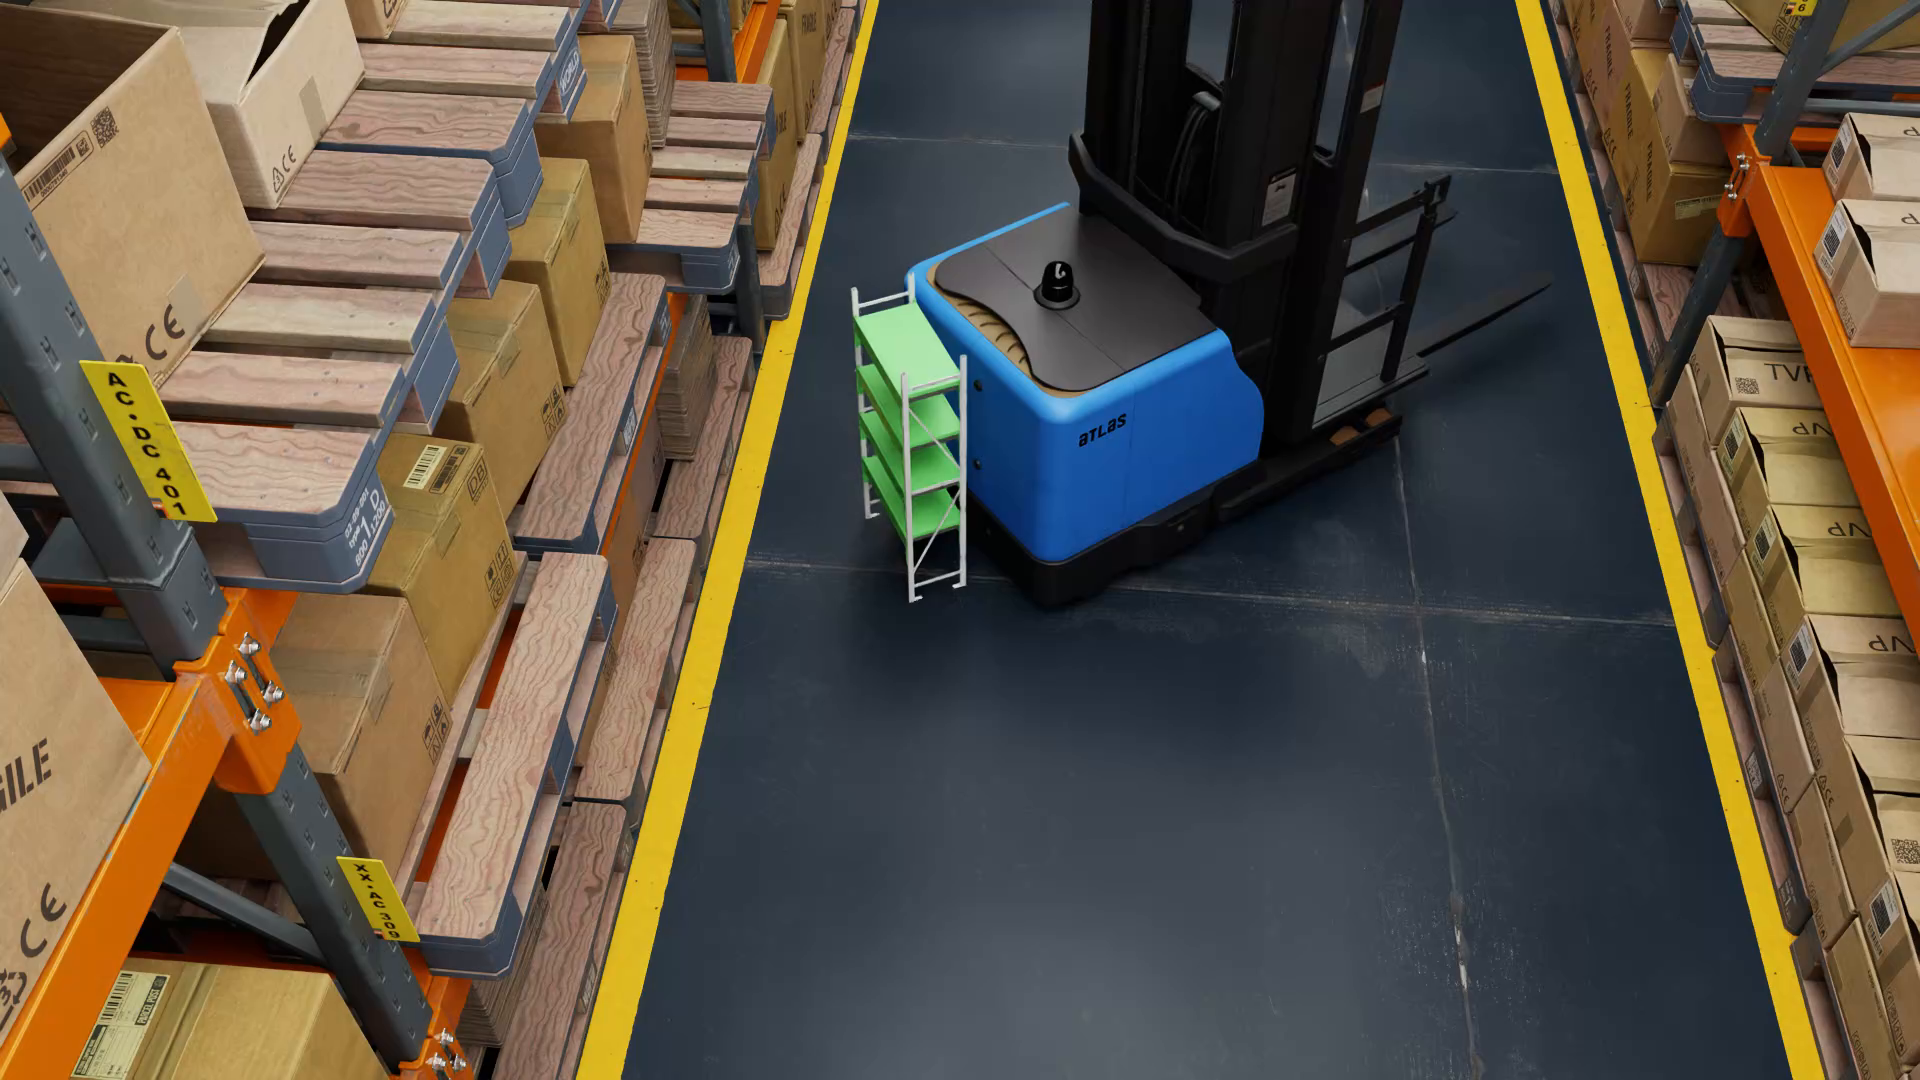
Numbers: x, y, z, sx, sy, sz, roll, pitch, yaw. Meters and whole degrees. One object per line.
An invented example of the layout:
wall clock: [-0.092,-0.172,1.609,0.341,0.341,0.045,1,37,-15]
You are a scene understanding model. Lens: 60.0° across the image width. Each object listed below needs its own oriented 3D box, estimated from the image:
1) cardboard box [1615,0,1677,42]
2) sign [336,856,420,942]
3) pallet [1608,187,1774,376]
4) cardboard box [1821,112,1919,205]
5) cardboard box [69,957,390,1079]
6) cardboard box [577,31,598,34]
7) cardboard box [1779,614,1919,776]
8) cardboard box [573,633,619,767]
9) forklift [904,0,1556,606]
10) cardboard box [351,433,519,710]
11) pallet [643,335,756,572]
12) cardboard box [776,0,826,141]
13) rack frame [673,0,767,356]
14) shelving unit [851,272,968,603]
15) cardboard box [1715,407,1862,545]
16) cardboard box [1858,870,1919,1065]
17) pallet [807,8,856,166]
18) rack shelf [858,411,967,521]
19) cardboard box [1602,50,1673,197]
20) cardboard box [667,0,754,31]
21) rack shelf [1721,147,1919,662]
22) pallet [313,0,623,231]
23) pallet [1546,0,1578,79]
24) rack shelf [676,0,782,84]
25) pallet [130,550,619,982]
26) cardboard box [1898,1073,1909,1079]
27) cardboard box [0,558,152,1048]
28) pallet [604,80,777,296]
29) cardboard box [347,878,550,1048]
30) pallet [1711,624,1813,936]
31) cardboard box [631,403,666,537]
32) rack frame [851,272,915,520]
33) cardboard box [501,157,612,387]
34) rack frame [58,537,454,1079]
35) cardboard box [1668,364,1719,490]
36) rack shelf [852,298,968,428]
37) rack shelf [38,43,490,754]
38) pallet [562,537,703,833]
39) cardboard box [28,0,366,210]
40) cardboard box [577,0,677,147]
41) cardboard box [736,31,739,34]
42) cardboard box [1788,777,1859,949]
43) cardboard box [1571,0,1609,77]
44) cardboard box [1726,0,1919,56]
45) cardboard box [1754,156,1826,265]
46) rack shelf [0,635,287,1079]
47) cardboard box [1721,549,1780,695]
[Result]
cardboard box: [3.485,-2.650,8.055,0.500,0.250,0.500,3,48,3]
sign: [-1.214,0.752,3.468,0.100,0.325,0.005,4,48,4]
pallet: [3.649,-1.200,7.731,1.003,0.211,1.213,4,48,4]
cardboard box: [3.467,-1.301,5.993,0.500,0.311,0.500,7,48,6]
cardboard box: [-1.490,1.173,3.251,0.500,0.500,0.500,4,48,3]
cardboard box: [-1.406,-1.834,5.615,0.380,0.149,0.250,-3,48,-3]
cardboard box: [3.069,0.506,5.479,0.500,0.311,0.500,3,48,3]
cardboard box: [-1.620,0.412,5.763,0.700,0.500,0.500,4,48,4]
forklift: [1.277,-1.605,6.258,3.031,2.935,1.130,-27,53,-22]
cardboard box: [-1.616,0.050,4.332,0.700,0.500,0.500,8,48,8]
pallet: [-1.463,-0.410,7.008,1.003,0.211,1.213,4,48,4]
cardboard box: [-1.106,-2.517,8.217,0.750,0.750,0.750,4,48,3]
rack frame: [-1.390,-1.926,6.504,1.000,3.000,0.127,4,48,4]
shelving unit: [-0.185,-0.362,6.294,0.258,1.200,0.503,-17,50,-15]
cardboard box: [3.164,-0.247,6.167,0.500,0.311,0.500,3,48,3]
cardboard box: [2.971,1.241,4.806,0.500,0.311,0.500,5,48,5]
pallet: [-1.129,-2.453,8.876,1.003,0.211,1.213,4,48,4]
rack shelf: [-0.185,-0.319,6.341,0.258,0.148,0.480,-17,50,-15]
cardboard box: [3.442,-1.983,7.953,0.500,0.500,0.500,2,48,2]
cardboard box: [-1.091,-2.406,6.661,0.500,0.500,0.500,5,48,5]
rack shelf: [3.361,0.117,5.124,1.077,0.370,4.000,4,48,4]
pallet: [-1.501,-1.144,3.884,1.213,0.211,1.003,4,48,4]
pallet: [3.871,-2.993,9.371,1.003,0.211,1.213,4,48,4]
rack shelf: [-1.208,-3.153,8.114,1.077,0.370,4.000,4,48,4]
pallet: [-1.540,0.527,4.392,1.003,0.211,1.213,4,48,4]
cardboard box: [2.928,1.806,4.670,0.500,0.250,0.500,3,48,3]
cardboard box: [-1.555,0.350,2.309,0.500,0.500,0.500,5,48,5]
pallet: [-1.349,-1.330,6.090,1.213,0.211,1.003,4,48,4]
cardboard box: [-1.704,1.167,5.072,0.700,0.500,0.500,5,48,5]
pallet: [3.316,0.842,5.863,1.003,0.211,1.213,4,48,4]
cardboard box: [-1.567,-0.327,6.438,0.700,0.500,0.500,4,48,3]
rack frame: [-0.279,-0.528,6.446,0.240,1.200,0.015,-17,50,-15]
cardboard box: [-1.514,-0.845,5.150,0.700,0.500,0.500,4,48,4]
rack frame: [-1.755,1.014,3.816,1.000,3.000,0.127,4,48,4]
cardboard box: [3.203,-0.444,6.728,0.500,0.250,0.500,4,48,3]
rack shelf: [-0.185,-0.643,5.987,0.258,0.148,0.480,-17,50,-15]
rack shelf: [-1.572,-1.226,4.319,1.077,0.370,4.000,4,48,4]
pallet: [-1.577,0.484,6.191,1.003,0.211,1.213,4,48,4]
cardboard box: [-1.569,-0.959,3.364,0.500,0.311,0.500,5,48,5]
cardboard box: [-1.423,-1.762,5.989,0.700,0.500,0.500,-1,48,-1]
cardboard box: [-1.098,-2.259,6.966,0.380,0.149,0.250,4,48,4]
cardboard box: [3.022,1.059,5.354,0.500,0.250,0.500,5,48,4]
cardboard box: [3.531,-2.741,8.646,0.500,0.500,0.500,4,48,4]
cardboard box: [3.488,-2.241,6.441,0.700,0.500,0.500,-11,48,-10]
cardboard box: [3.912,-1.600,7.603,0.500,0.500,0.500,2,48,2]
rack shelf: [-1.937,1.714,1.630,1.077,0.370,4.000,4,48,4]
cardboard box: [3.117,0.308,6.040,0.500,0.250,0.500,3,48,2]
